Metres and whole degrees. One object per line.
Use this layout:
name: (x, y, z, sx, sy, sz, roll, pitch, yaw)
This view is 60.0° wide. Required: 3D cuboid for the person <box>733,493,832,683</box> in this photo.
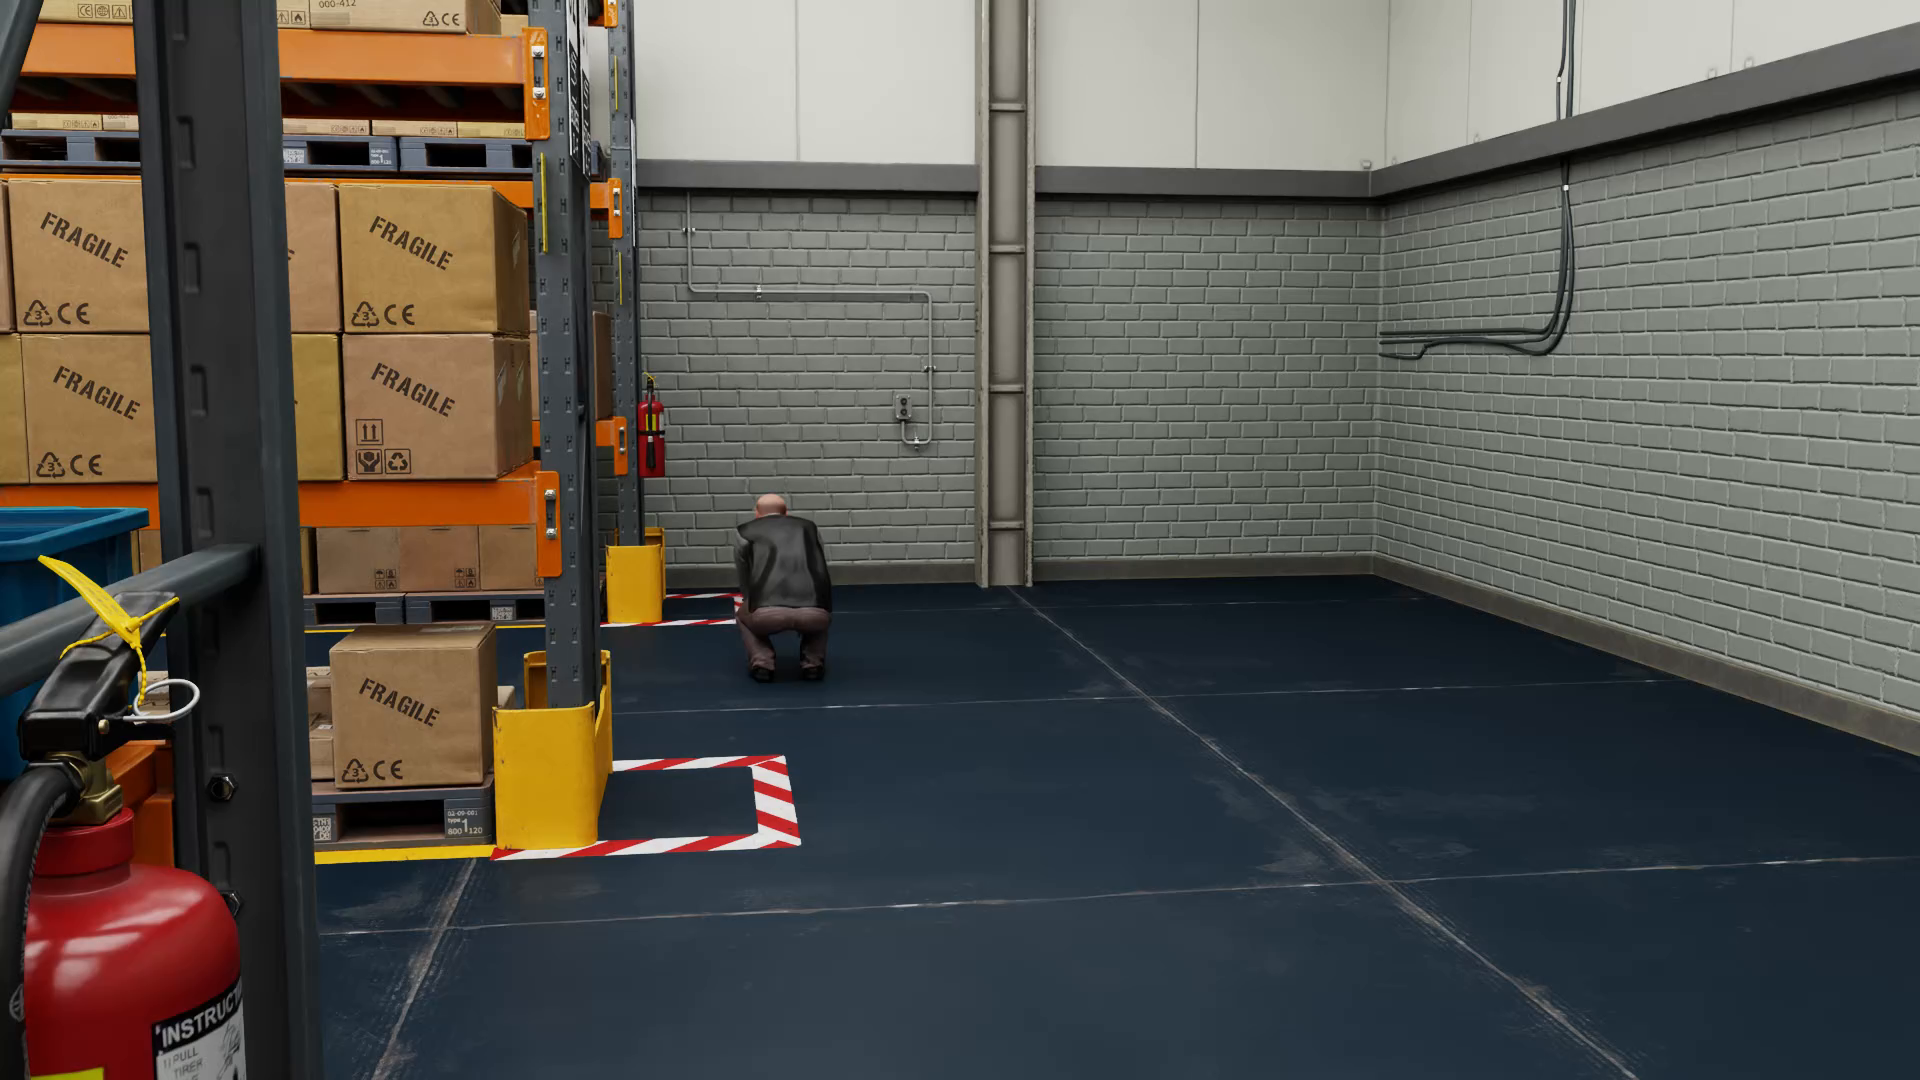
person: (-0.958, 0.250, 9.028, 0.529, 0.969, 0.857, -1, 7, -9)
